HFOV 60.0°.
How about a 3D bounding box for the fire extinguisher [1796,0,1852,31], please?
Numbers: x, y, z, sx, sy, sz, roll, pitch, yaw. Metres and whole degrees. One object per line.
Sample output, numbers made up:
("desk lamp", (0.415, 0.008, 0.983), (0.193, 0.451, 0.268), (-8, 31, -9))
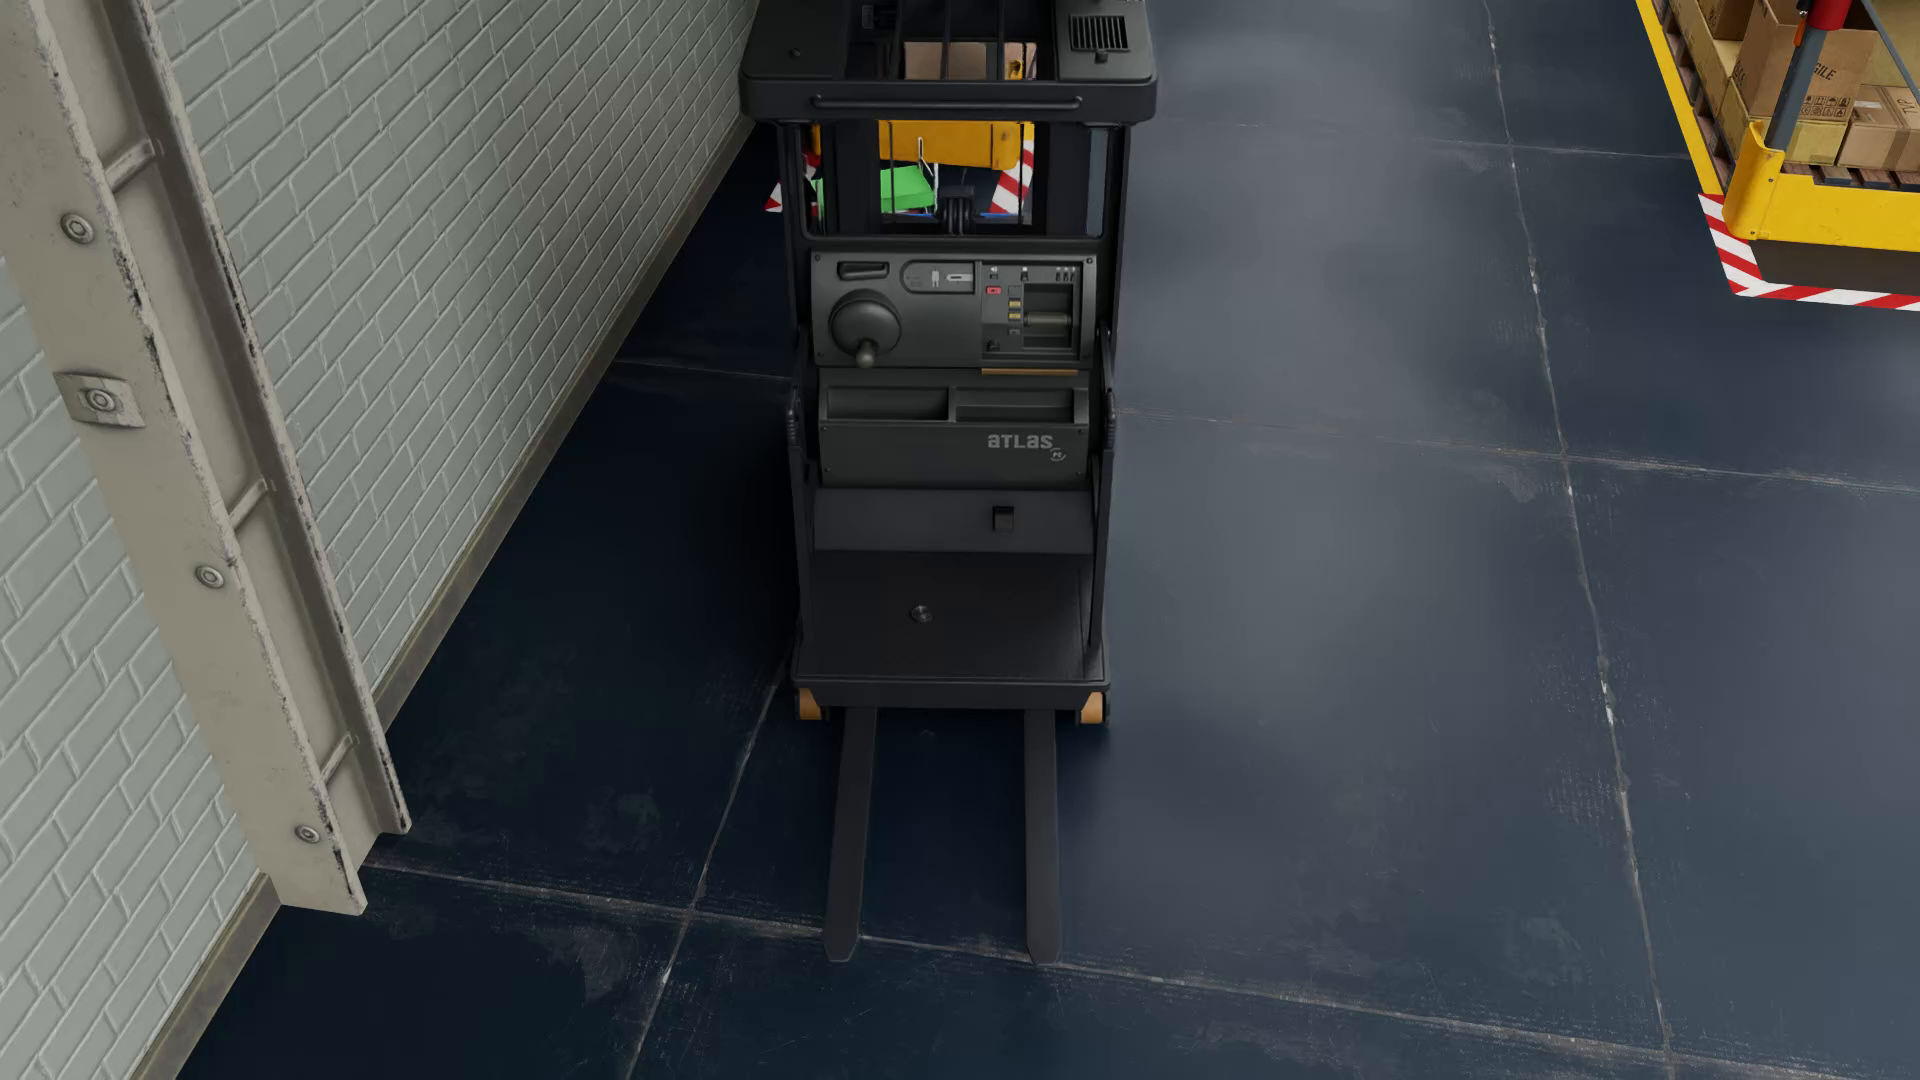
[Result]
("fire extinguisher", (4.142, -2.734, 7.763), (0.296, 0.674, 0.183), (6, 40, 8))

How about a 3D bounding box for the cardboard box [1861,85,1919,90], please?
("cardboard box", (5.015, -2.515, 9.266), (0.500, 0.250, 0.500), (6, 40, 8))

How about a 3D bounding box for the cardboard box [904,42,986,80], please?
("cardboard box", (-0.051, -2.888, 9.654), (0.500, 0.311, 0.500), (2, 40, 3))

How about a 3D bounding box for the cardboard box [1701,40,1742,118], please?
("cardboard box", (4.497, -2.573, 9.336), (0.500, 0.250, 0.500), (6, 40, 8))

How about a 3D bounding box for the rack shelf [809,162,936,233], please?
("rack shelf", (-0.365, -1.405, 6.855), (0.480, 0.148, 0.258), (-11, 41, -13))

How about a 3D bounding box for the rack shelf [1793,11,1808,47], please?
("rack shelf", (4.966, -3.764, 9.514), (1.077, 0.370, 4.000), (6, 40, 8))

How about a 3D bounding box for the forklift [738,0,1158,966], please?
("forklift", (-0.024, -0.677, 5.269), (1.130, 2.935, 3.031), (1, 40, 1))

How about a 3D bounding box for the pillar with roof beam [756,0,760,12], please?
("pillar with roof beam", (3.250, -5.702, 6.585), (9.100, 9.000, 0.400), (6, 40, 8))

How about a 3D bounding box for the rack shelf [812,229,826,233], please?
("rack shelf", (-0.365, -1.220, 7.008), (0.480, 0.148, 0.258), (-11, 41, -13))

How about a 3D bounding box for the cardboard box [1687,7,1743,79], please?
("cardboard box", (4.581, -2.887, 9.716), (0.500, 0.250, 0.500), (6, 40, 8))

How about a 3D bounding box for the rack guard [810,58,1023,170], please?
("rack guard", (-0.246, -2.415, 9.278), (1.175, 0.500, 0.348), (6, 40, 8))

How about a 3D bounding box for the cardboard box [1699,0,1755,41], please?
("cardboard box", (4.579, -3.176, 9.477), (0.500, 0.500, 0.500), (6, 40, 8))

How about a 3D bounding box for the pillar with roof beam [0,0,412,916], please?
("pillar with roof beam", (2.212, -1.937, 2.031), (9.100, 9.000, 0.400), (6, 40, 8))

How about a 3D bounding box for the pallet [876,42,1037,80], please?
("pallet", (-0.071, -2.809, 9.982), (1.003, 0.211, 1.213), (6, 40, 8))

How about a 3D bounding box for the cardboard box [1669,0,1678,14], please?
("cardboard box", (4.750, -3.515, 10.476), (0.500, 0.250, 0.500), (6, 40, 8))

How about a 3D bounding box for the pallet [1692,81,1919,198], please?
("pallet", (4.711, -2.196, 9.241), (1.003, 0.211, 1.213), (6, 40, 8))

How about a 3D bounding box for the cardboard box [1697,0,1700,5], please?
("cardboard box", (4.666, -3.490, 9.857), (0.500, 0.500, 0.500), (6, 40, 8))

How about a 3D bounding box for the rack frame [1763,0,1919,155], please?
("rack frame", (4.620, -2.786, 7.766), (1.000, 3.000, 0.127), (6, 40, 8))

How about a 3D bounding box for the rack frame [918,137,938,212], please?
("rack frame", (-0.132, -1.131, 7.176), (0.015, 1.200, 0.240), (-11, 41, -13))

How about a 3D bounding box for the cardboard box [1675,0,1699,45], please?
("cardboard box", (4.670, -3.200, 10.095), (0.500, 0.250, 0.500), (6, 40, 8))

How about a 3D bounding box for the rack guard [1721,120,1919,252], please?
("rack guard", (4.616, -1.808, 8.544), (1.175, 0.500, 0.348), (6, 40, 8))

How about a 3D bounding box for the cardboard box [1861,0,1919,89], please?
("cardboard box", (5.017, -2.804, 9.027), (0.500, 0.500, 0.500), (6, 40, 8))

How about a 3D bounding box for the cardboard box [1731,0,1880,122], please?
("cardboard box", (4.420, -2.547, 8.716), (0.500, 0.500, 0.500), (6, 40, 8))

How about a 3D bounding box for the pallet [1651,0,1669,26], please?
("pallet", (5.134, -3.728, 11.093), (1.003, 0.211, 1.213), (6, 40, 8))

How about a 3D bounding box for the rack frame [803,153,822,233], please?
("rack frame", (-0.598, -1.038, 7.064), (0.015, 1.200, 0.240), (-11, 41, -13))

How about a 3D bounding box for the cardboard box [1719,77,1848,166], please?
("cardboard box", (4.422, -2.258, 8.955), (0.500, 0.250, 0.500), (6, 40, 8))

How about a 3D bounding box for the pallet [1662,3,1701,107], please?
("pallet", (4.925, -2.960, 10.164), (1.003, 0.211, 1.213), (6, 40, 8))

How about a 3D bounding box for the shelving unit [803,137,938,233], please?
("shelving unit", (-0.365, -1.084, 7.120), (0.503, 1.200, 0.258), (-11, 41, -13))

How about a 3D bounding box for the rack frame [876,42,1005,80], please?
("rack frame", (-0.259, -3.330, 8.424), (1.000, 3.000, 0.127), (6, 40, 8))

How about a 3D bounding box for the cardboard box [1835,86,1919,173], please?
("cardboard box", (4.932, -2.201, 8.886), (0.500, 0.250, 0.500), (6, 40, 8))
